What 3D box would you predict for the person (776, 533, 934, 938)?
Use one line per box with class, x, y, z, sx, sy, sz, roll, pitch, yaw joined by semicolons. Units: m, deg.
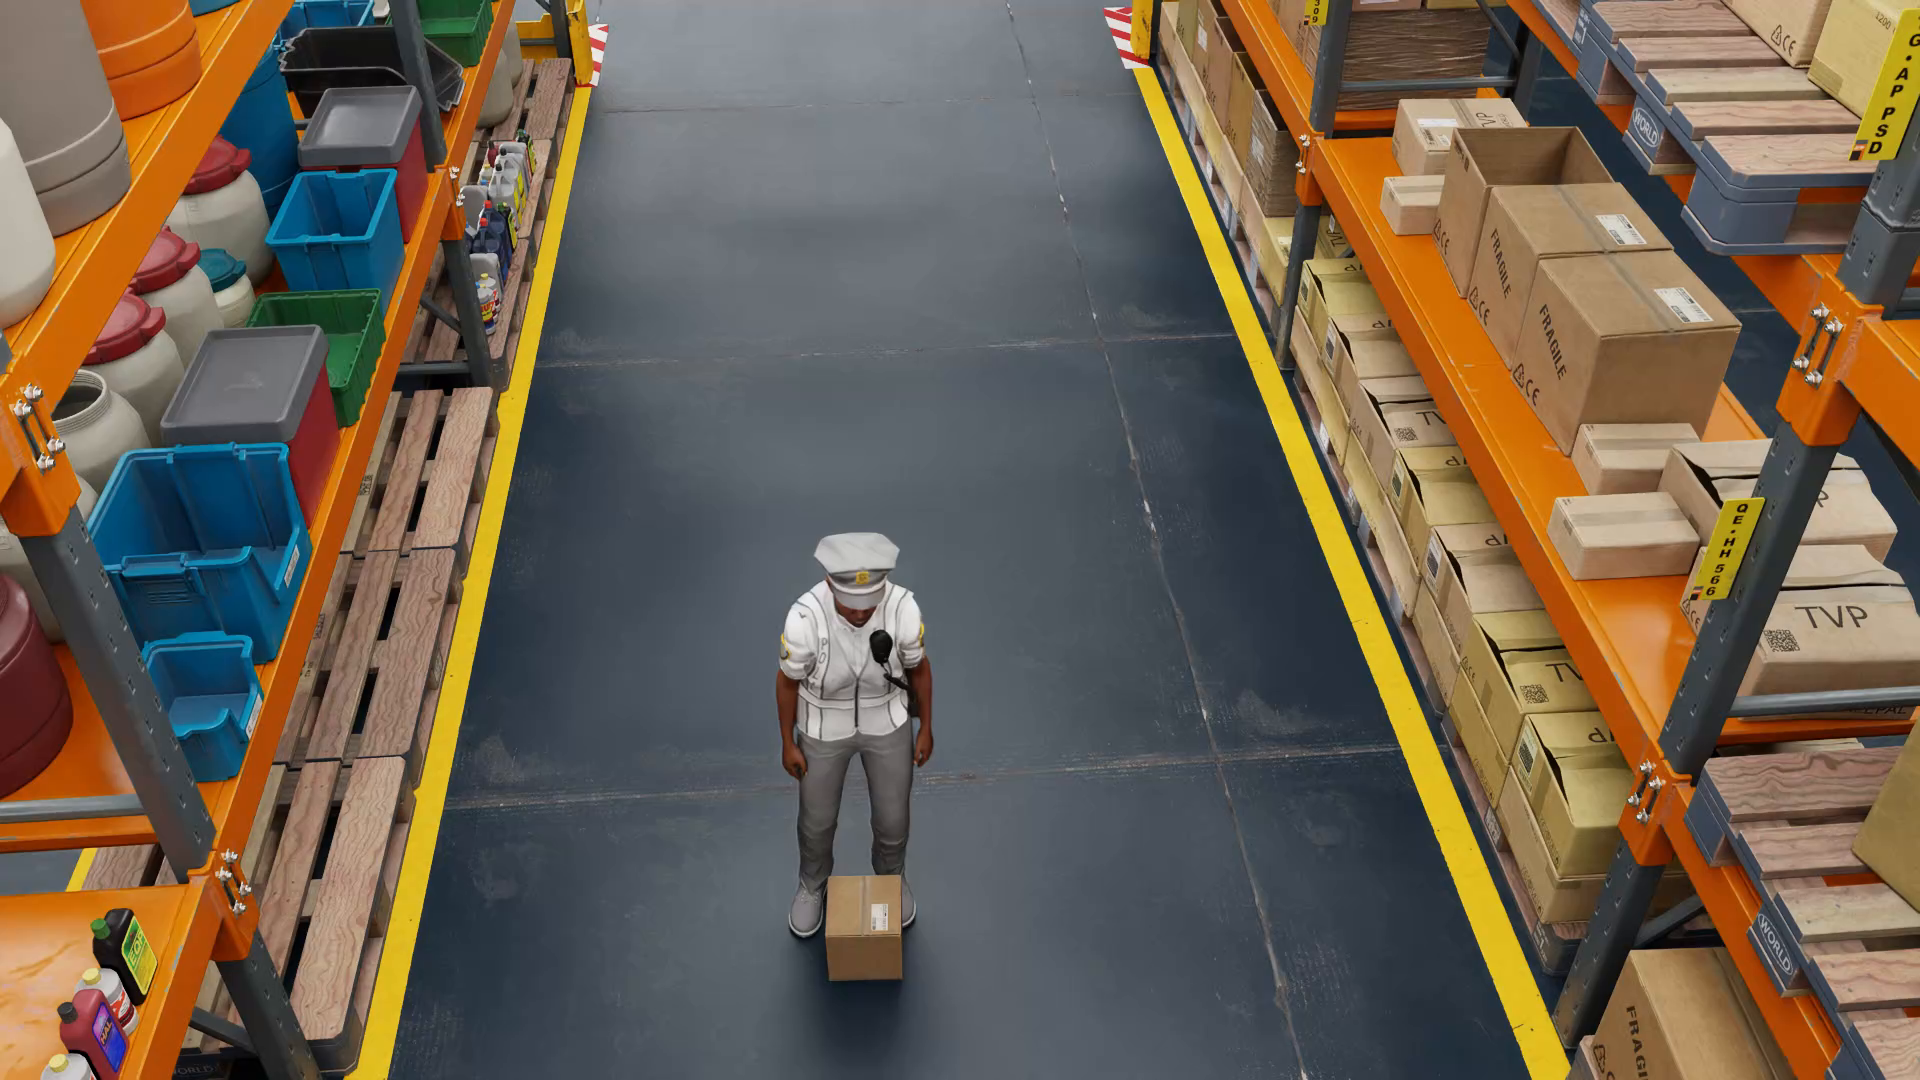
person;-0.348;0.623;5.391;0.532;1.664;0.392;-5;40;-6
